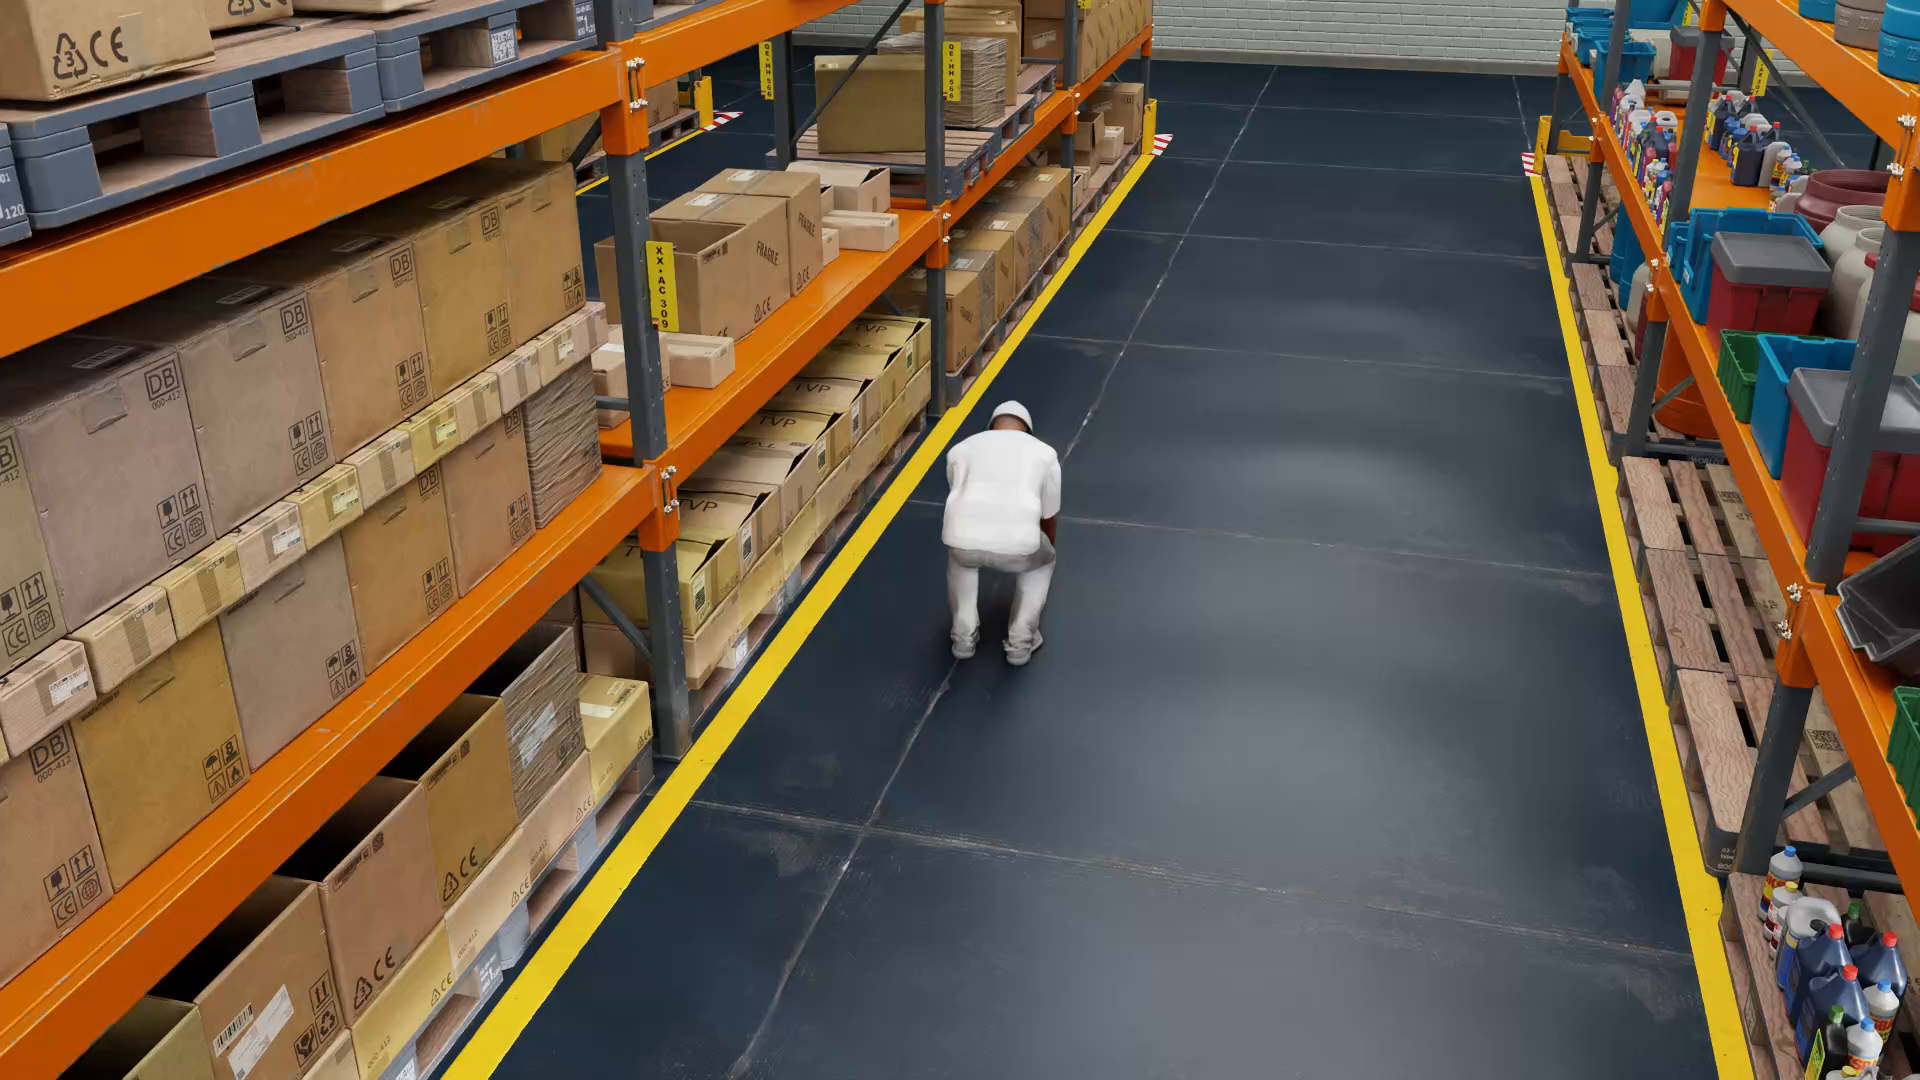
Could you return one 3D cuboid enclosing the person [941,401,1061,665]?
[{"bbox_3d":[0.174,-0.026,7.535,0.526,1.004,0.948,5,26,10],"label":"person"}]
